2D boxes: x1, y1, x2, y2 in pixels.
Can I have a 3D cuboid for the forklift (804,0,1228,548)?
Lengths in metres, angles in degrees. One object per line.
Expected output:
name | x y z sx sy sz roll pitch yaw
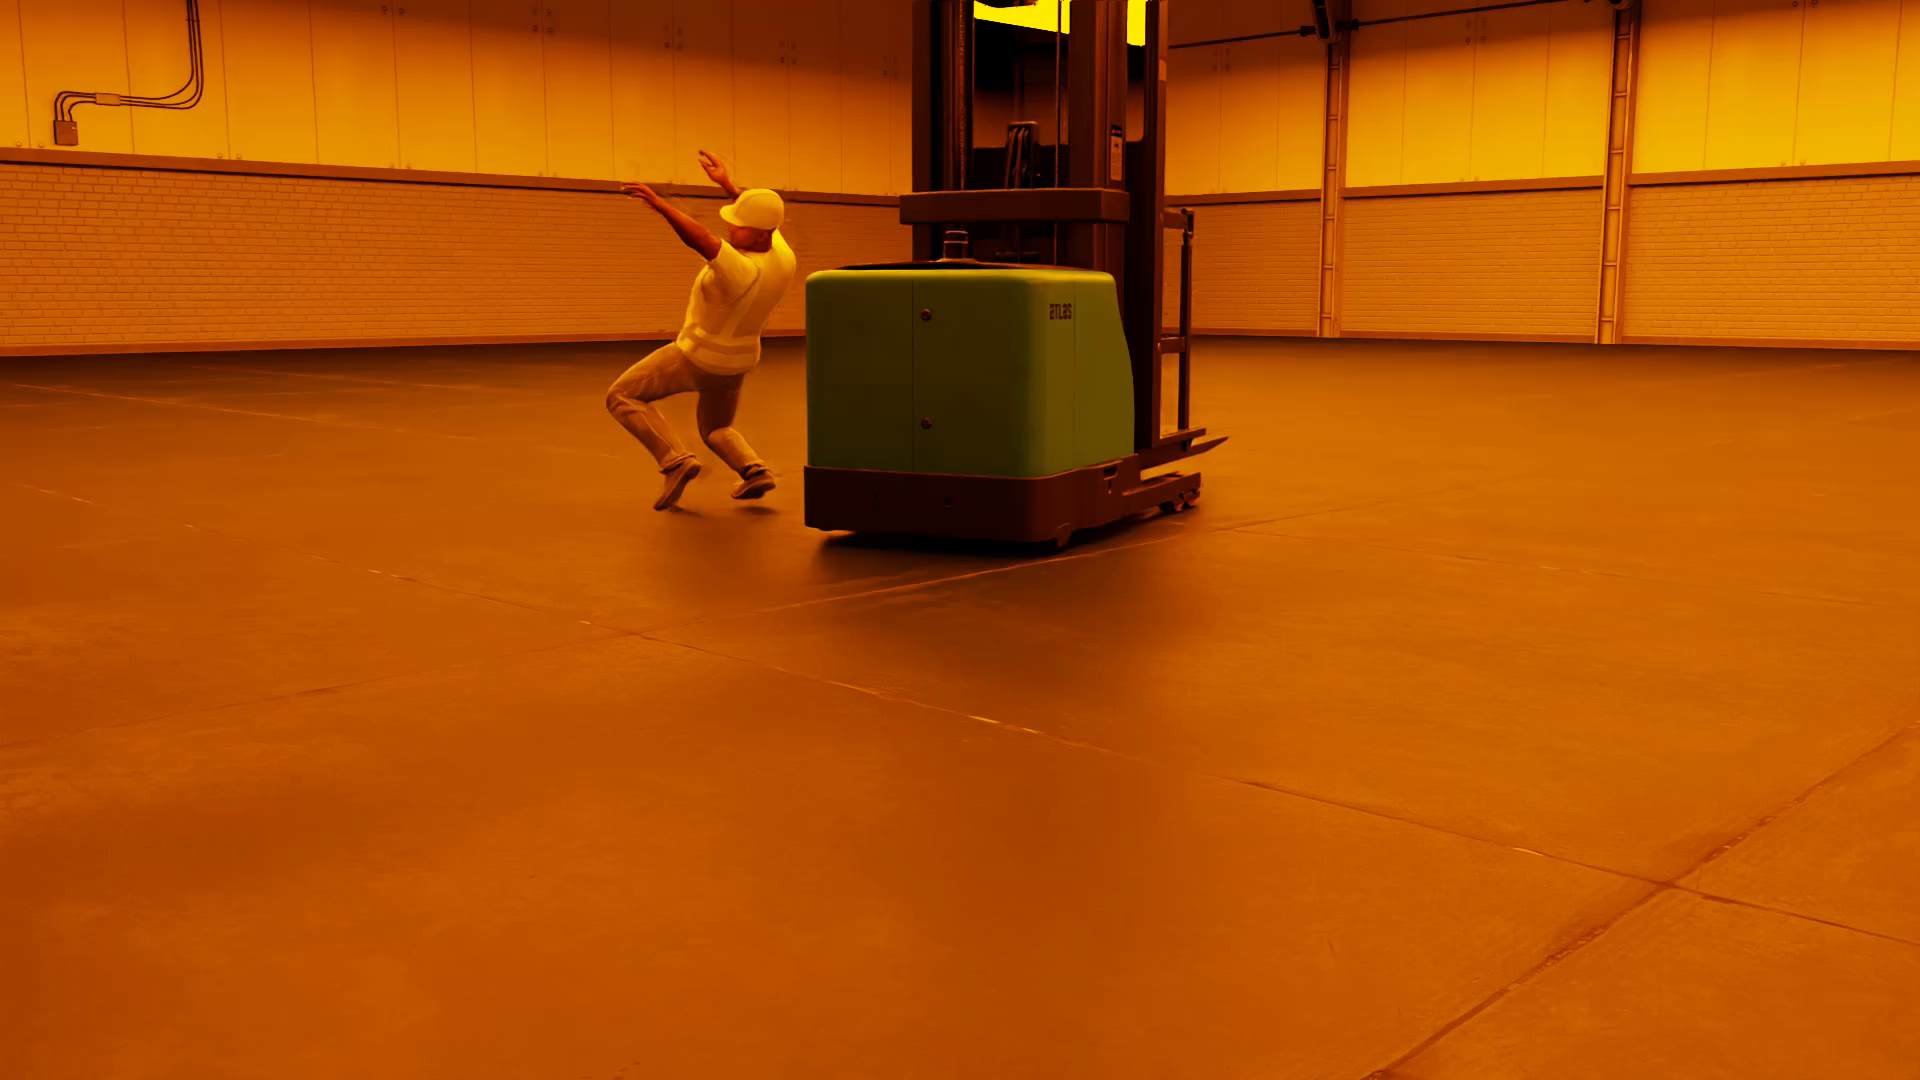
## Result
forklift | 0.474 -1.601 7.503 1.130 2.935 3.031 4 9 25

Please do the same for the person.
person | -1.235 -0.935 7.487 0.838 1.666 1.129 5 10 31
